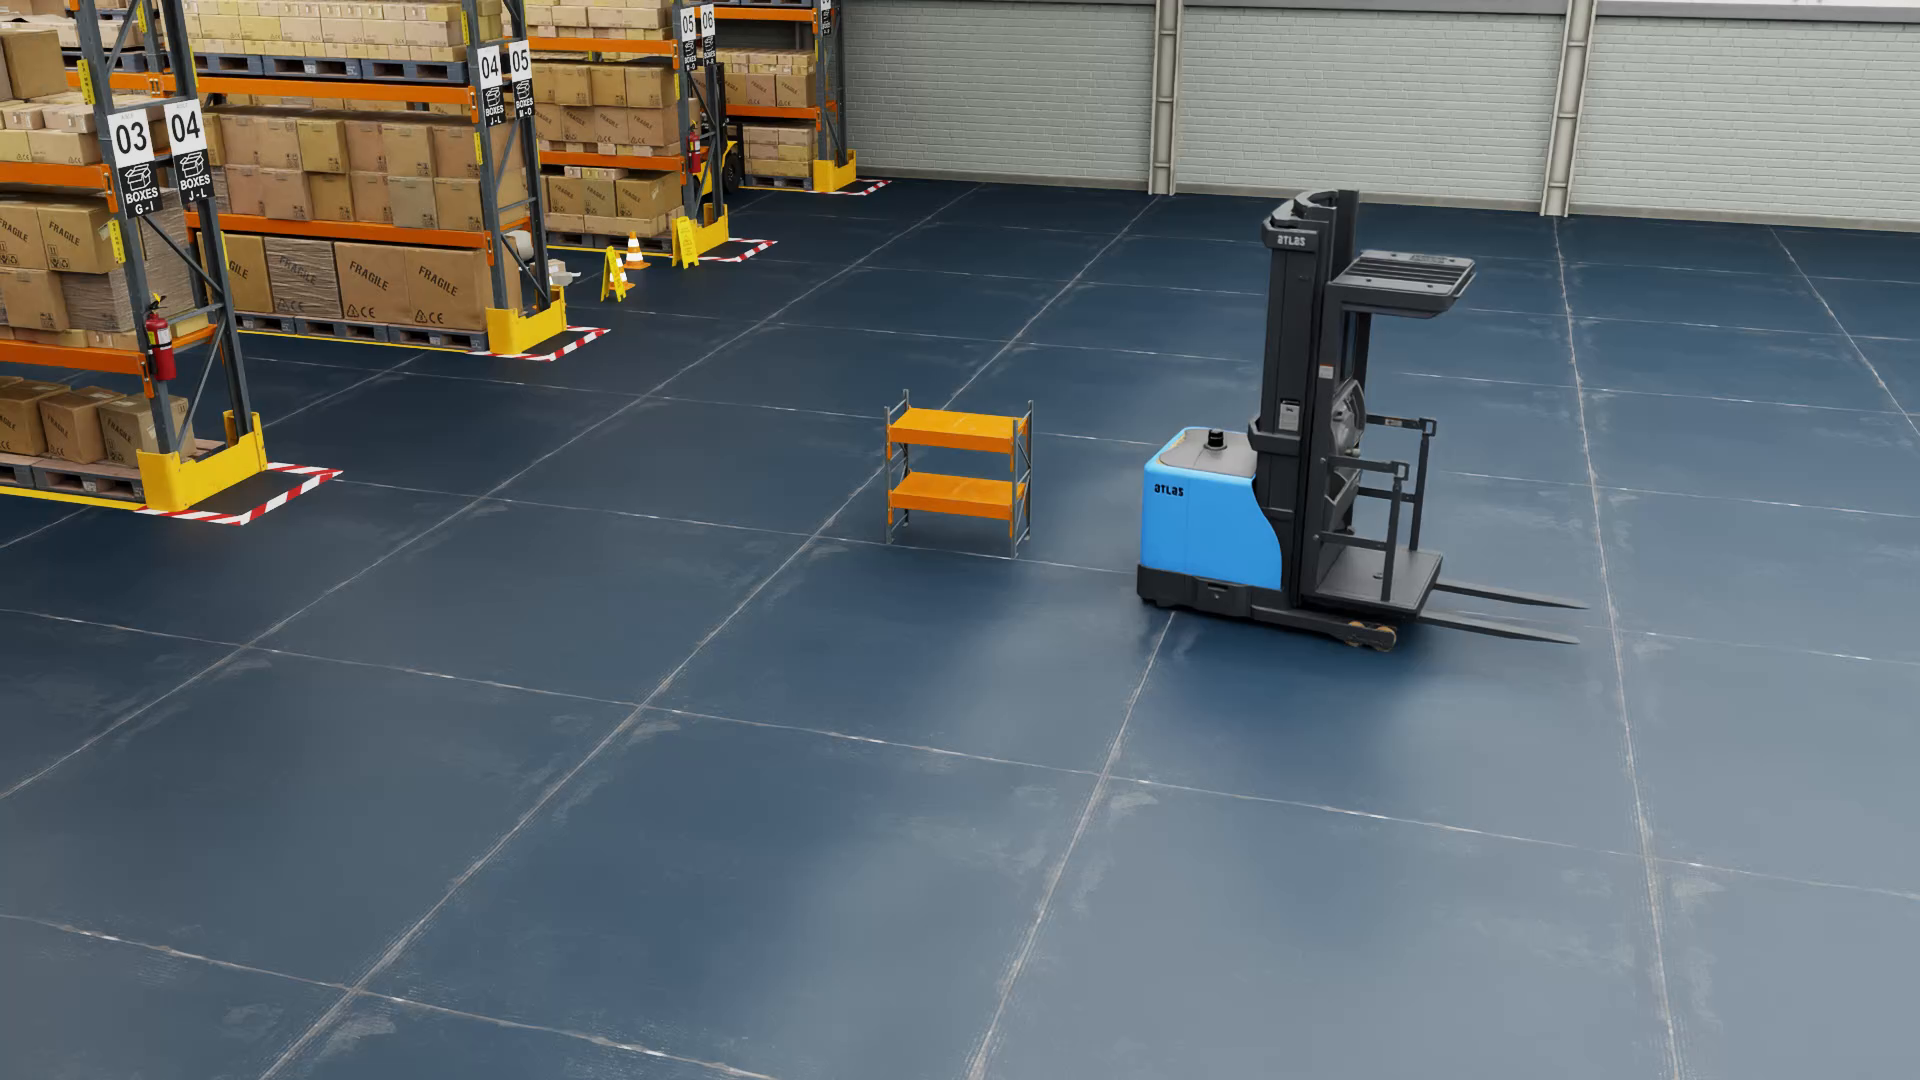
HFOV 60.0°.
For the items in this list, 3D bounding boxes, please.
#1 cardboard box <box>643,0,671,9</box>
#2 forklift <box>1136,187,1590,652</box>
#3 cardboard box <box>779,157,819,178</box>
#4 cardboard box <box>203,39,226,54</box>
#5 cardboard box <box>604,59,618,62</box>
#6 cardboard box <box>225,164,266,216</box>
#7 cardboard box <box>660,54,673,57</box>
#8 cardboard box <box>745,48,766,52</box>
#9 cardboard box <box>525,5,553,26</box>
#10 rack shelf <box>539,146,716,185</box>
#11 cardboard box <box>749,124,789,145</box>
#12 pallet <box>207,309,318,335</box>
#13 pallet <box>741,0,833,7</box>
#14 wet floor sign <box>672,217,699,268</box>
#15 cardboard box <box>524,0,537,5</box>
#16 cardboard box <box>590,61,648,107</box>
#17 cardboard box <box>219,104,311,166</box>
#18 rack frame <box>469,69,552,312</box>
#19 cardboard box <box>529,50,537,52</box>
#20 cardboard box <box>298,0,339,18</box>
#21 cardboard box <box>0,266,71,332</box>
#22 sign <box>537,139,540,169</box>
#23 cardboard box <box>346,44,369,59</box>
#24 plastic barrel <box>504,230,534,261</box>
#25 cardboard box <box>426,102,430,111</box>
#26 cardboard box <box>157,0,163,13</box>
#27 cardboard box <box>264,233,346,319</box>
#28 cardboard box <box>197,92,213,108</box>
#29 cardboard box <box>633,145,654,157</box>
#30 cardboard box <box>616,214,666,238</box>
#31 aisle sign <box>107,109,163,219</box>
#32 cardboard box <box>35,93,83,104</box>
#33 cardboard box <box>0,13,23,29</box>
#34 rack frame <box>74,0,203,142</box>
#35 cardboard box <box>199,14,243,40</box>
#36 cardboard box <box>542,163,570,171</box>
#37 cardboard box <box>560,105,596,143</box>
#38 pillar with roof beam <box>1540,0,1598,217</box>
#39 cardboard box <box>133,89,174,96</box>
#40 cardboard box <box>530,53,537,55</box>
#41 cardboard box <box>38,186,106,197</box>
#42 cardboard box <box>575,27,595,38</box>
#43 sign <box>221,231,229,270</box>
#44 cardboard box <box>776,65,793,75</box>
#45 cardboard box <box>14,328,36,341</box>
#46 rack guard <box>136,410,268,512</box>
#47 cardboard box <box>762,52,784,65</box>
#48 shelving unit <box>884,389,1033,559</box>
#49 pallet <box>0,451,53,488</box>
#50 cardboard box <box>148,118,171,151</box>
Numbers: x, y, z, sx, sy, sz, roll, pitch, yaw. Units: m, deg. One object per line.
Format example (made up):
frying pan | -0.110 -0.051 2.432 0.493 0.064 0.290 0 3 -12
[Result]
cardboard box | -3.921 -7.005 21.628 0.250 0.149 0.380 7 23 16
forklift | 2.839 -0.826 11.327 3.031 2.935 1.130 10 24 23
cardboard box | -2.623 -6.098 27.158 0.500 0.250 0.500 7 23 16
cardboard box | -7.938 -5.357 17.976 0.250 0.149 0.380 6 23 15
cardboard box | -5.682 -7.893 27.478 0.250 0.149 0.380 6 23 15
cardboard box | -7.785 -4.045 18.886 0.550 0.550 0.875 7 23 16
cardboard box | -4.696 -7.914 27.137 0.250 0.149 0.380 6 23 15
cardboard box | -3.332 -7.954 27.236 0.250 0.149 0.380 7 23 17
cardboard box | -5.543 -7.014 22.176 0.500 0.250 0.500 7 23 16
rack shelf | -5.427 -5.321 23.143 4.000 0.370 1.077 7 23 16
cardboard box | -3.103 -6.615 27.100 0.500 0.250 0.500 7 23 16
pallet | -7.969 -2.662 19.386 1.213 0.211 1.003 7 23 15
pallet | -2.751 -8.673 26.529 1.213 0.211 1.003 7 23 16
wet floor sign | -3.639 -3.936 21.920 0.232 0.644 0.267 16 27 34
cardboard box | -5.622 -7.220 22.153 0.250 0.149 0.380 7 23 17
cardboard box | -4.547 -6.116 22.292 0.500 0.500 0.700 7 23 16
cardboard box | -7.771 -4.562 18.723 0.550 0.550 0.875 7 23 16
rack frame | -4.845 -3.625 18.061 0.127 3.000 1.000 7 23 16
cardboard box | -7.391 -8.299 28.468 0.250 0.149 0.380 6 23 15
cardboard box | -6.726 -5.587 17.486 0.250 0.149 0.380 7 23 16
cardboard box | -7.407 -2.100 13.818 0.500 0.500 0.875 7 23 16
sign | -4.679 -4.263 18.371 0.005 0.325 0.100 7 23 16
cardboard box | -6.236 -5.162 17.501 0.250 0.149 0.380 6 23 15
plastic barrel | -5.927 -3.919 22.172 0.512 0.421 0.421 -14 26 -30
cardboard box | -7.708 -6.407 23.765 0.500 0.500 0.500 7 23 17
cardboard box | -8.425 -5.781 17.960 0.250 0.149 0.380 7 23 16
cardboard box | -7.229 -3.083 18.986 0.875 0.875 0.875 7 23 16
cardboard box | -10.807 -6.557 24.130 0.500 0.500 0.500 6 23 14
cardboard box | -4.207 -5.269 22.400 0.250 0.149 0.380 6 23 15
cardboard box | -4.387 -4.351 22.898 0.500 0.250 0.500 6 23 15
aisle sign | -6.402 -2.921 12.919 0.004 0.787 0.394 7 23 16
cardboard box | -7.309 -3.554 13.606 0.250 0.149 0.380 7 23 18
cardboard box | -10.904 -5.819 18.888 0.500 0.311 0.500 6 23 15
rack frame | -6.375 -4.610 12.556 0.127 3.000 1.000 7 23 16
cardboard box | -7.804 -5.550 17.922 0.500 0.250 0.500 6 23 15
cardboard box | -5.722 -5.065 23.651 0.500 0.500 0.500 8 24 18
cardboard box | -5.067 -5.691 22.572 0.500 0.500 0.500 6 23 15
pillar with roof beam | 7.757 -7.539 19.695 0.400 9.000 9.100 7 23 16
cardboard box | -11.742 -6.782 24.308 0.500 0.500 0.500 6 23 14
cardboard box | -7.297 -8.080 27.935 0.250 0.149 0.380 6 23 14
cardboard box | -7.299 -2.697 13.957 0.500 0.500 0.500 7 23 16
cardboard box | -4.902 -6.763 22.088 0.250 0.149 0.380 6 23 15
sign | -6.218 -2.432 14.011 0.005 0.325 0.100 7 23 16
cardboard box | -2.748 -7.539 26.614 0.250 0.149 0.380 7 23 16
cardboard box | -7.663 -1.786 13.908 0.250 0.149 0.380 7 23 16
rack guard | -6.448 -0.686 14.189 0.348 0.500 1.175 7 23 16
cardboard box | -2.989 -7.720 26.665 0.250 0.149 0.380 7 23 17
shelving unit | -0.006 -0.521 12.963 1.048 1.125 0.538 7 23 16
pallet | -8.379 -0.789 14.820 1.213 0.211 1.003 7 23 16
cardboard box | -6.761 -3.299 13.511 0.500 0.250 0.500 7 23 17
